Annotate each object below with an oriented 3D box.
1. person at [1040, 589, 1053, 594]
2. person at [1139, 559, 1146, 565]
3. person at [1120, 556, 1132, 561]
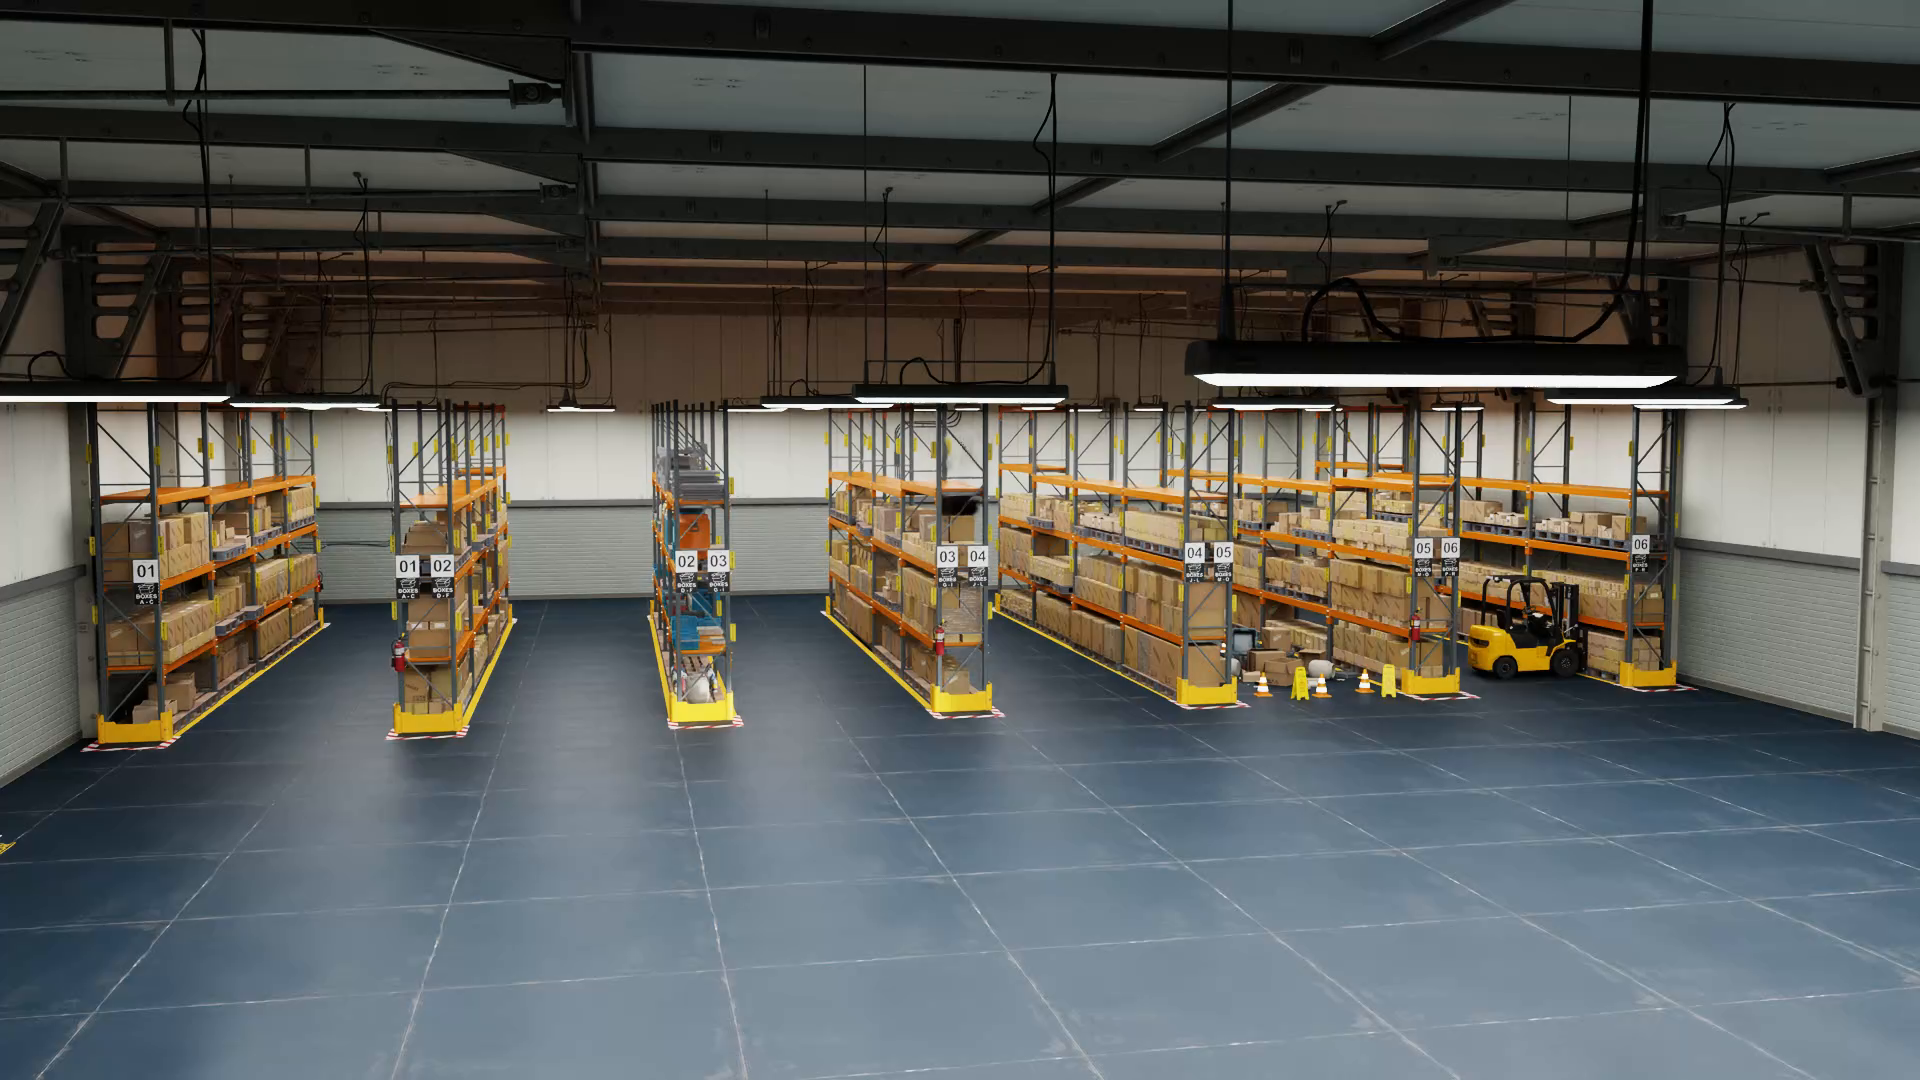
[{"bbox_3d":[2.677,1.079,50.057,0.782,1.740,0.674,-1,4,-15],"label":"person"},{"bbox_3d":[5.073,1.409,45.663,0.669,1.855,0.862,-2,5,-24],"label":"person"},{"bbox_3d":[5.251,0.934,52.385,0.772,1.758,0.546,-3,5,-33],"label":"person"}]
